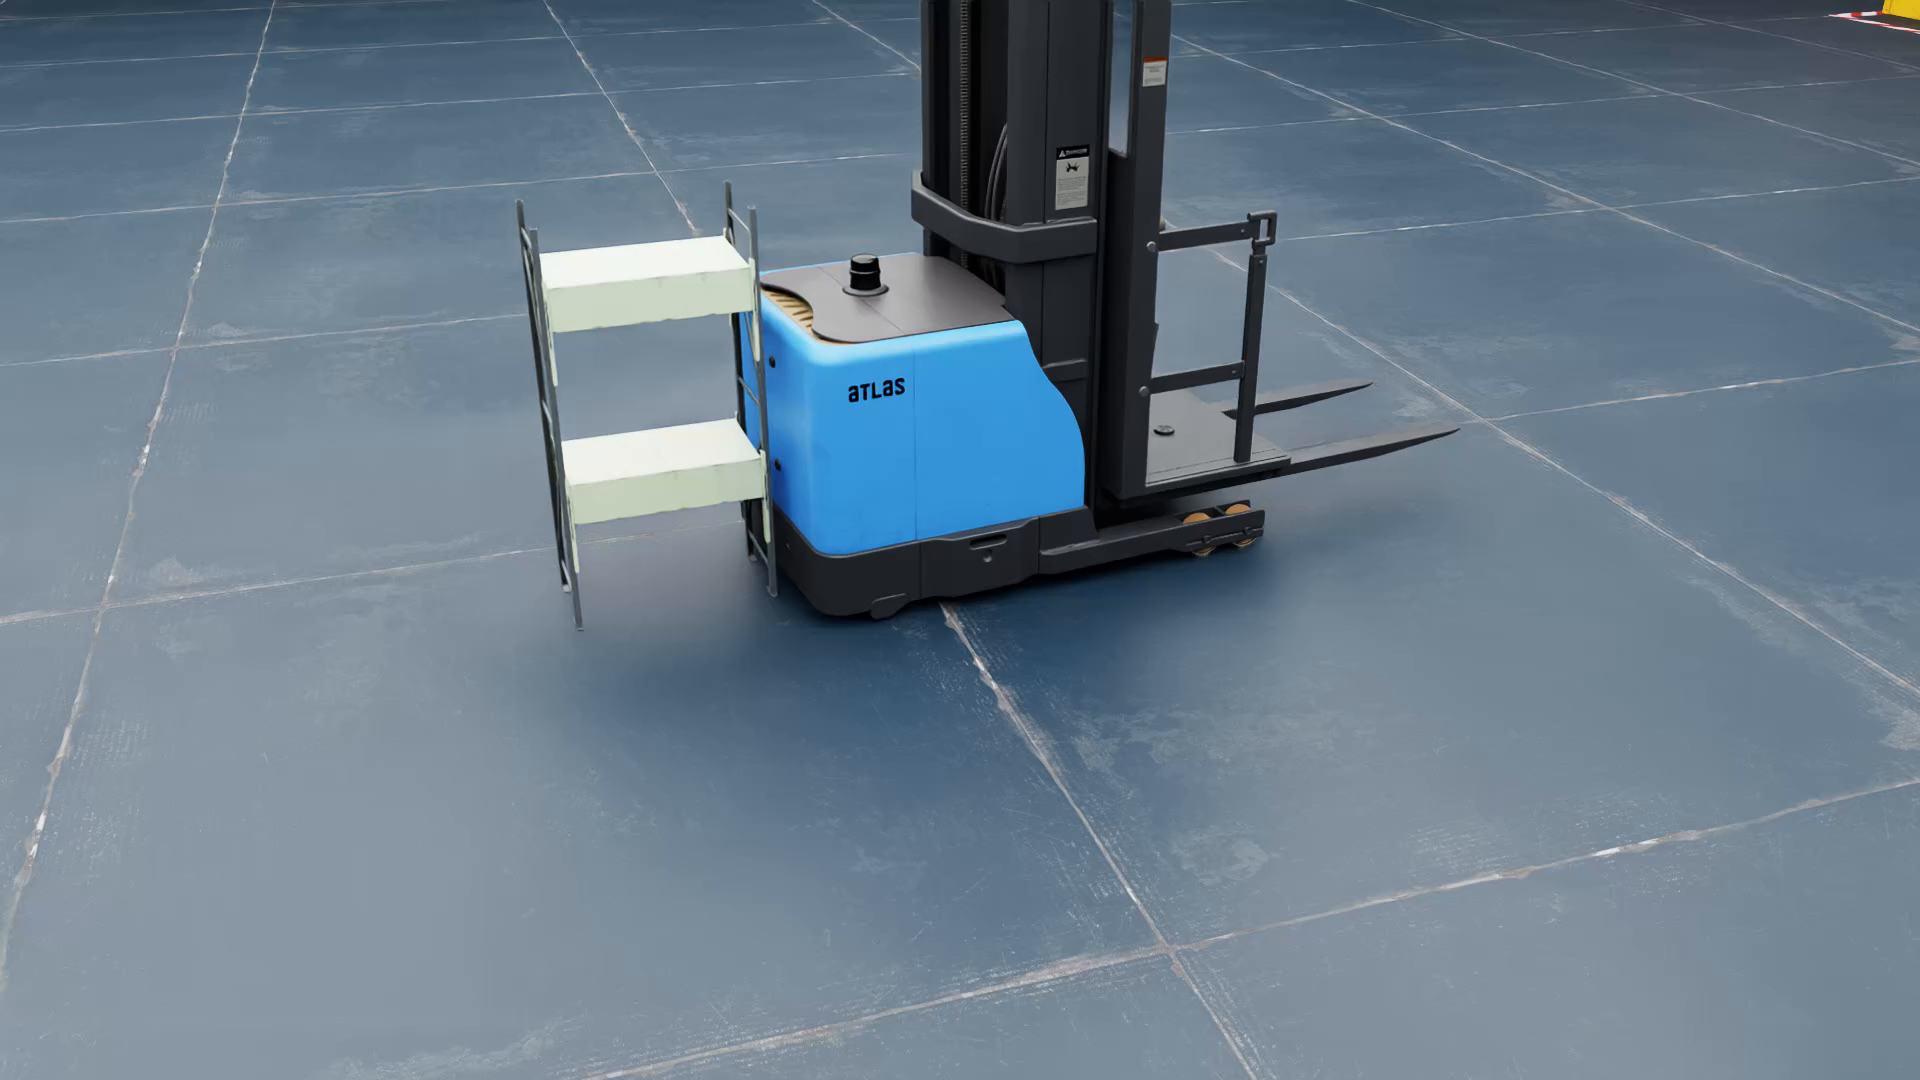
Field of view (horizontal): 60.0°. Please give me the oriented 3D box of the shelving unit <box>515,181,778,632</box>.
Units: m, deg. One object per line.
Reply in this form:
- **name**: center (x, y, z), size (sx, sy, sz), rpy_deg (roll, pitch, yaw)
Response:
- **shelving unit**: center (-1.115, -0.479, 6.028), size (0.755, 1.500, 0.431), rpy_deg (-9, 28, -18)

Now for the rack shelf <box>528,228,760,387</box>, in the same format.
- **rack shelf**: center (-1.115, -0.828, 5.854), size (0.720, 0.370, 0.431), rpy_deg (-9, 28, -18)

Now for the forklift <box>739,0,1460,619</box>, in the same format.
- **forklift**: center (0.665, -1.452, 6.378), size (3.031, 2.935, 1.130), rpy_deg (-12, 29, -22)

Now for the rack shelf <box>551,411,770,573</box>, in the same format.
- **rack shelf**: center (-1.115, -0.187, 6.173), size (0.720, 0.370, 0.431), rpy_deg (-9, 28, -18)

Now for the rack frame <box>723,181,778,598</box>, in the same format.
- **rack frame**: center (-0.772, -0.536, 6.142), size (0.023, 1.500, 0.400), rpy_deg (-9, 28, -18)

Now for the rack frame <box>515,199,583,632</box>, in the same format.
- **rack frame**: center (-1.458, -0.422, 5.914), size (0.023, 1.500, 0.400), rpy_deg (-9, 28, -18)

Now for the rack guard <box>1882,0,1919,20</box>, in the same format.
- **rack guard**: center (10.687, -5.937, 18.147), size (0.348, 0.500, 1.175), rpy_deg (-8, 28, -16)
